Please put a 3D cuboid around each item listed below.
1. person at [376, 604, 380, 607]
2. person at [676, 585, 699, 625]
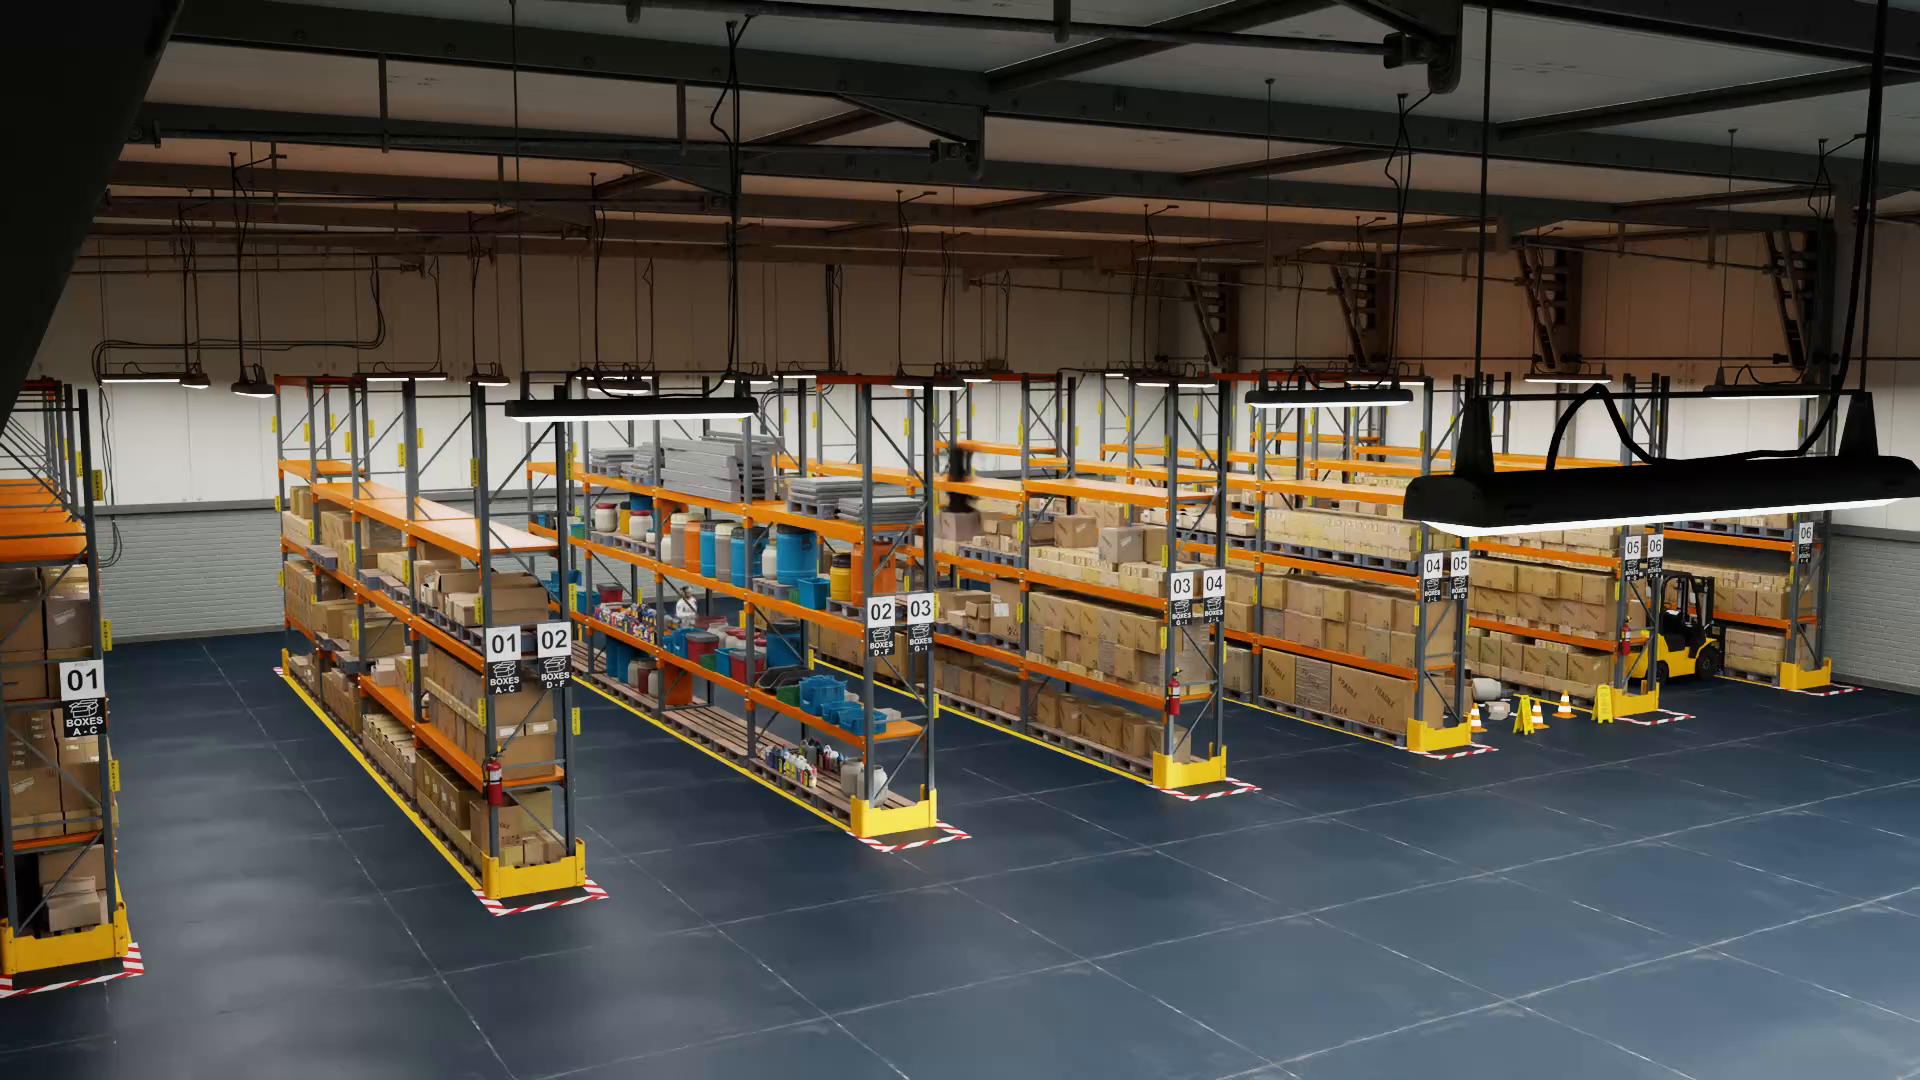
[{"bbox_3d":[-12.280,1.688,34.719,0.800,1.722,0.693,3,7,25],"label":"person"},{"bbox_3d":[-5.570,1.767,33.991,0.574,1.740,0.846,-4,7,-31],"label":"person"}]
